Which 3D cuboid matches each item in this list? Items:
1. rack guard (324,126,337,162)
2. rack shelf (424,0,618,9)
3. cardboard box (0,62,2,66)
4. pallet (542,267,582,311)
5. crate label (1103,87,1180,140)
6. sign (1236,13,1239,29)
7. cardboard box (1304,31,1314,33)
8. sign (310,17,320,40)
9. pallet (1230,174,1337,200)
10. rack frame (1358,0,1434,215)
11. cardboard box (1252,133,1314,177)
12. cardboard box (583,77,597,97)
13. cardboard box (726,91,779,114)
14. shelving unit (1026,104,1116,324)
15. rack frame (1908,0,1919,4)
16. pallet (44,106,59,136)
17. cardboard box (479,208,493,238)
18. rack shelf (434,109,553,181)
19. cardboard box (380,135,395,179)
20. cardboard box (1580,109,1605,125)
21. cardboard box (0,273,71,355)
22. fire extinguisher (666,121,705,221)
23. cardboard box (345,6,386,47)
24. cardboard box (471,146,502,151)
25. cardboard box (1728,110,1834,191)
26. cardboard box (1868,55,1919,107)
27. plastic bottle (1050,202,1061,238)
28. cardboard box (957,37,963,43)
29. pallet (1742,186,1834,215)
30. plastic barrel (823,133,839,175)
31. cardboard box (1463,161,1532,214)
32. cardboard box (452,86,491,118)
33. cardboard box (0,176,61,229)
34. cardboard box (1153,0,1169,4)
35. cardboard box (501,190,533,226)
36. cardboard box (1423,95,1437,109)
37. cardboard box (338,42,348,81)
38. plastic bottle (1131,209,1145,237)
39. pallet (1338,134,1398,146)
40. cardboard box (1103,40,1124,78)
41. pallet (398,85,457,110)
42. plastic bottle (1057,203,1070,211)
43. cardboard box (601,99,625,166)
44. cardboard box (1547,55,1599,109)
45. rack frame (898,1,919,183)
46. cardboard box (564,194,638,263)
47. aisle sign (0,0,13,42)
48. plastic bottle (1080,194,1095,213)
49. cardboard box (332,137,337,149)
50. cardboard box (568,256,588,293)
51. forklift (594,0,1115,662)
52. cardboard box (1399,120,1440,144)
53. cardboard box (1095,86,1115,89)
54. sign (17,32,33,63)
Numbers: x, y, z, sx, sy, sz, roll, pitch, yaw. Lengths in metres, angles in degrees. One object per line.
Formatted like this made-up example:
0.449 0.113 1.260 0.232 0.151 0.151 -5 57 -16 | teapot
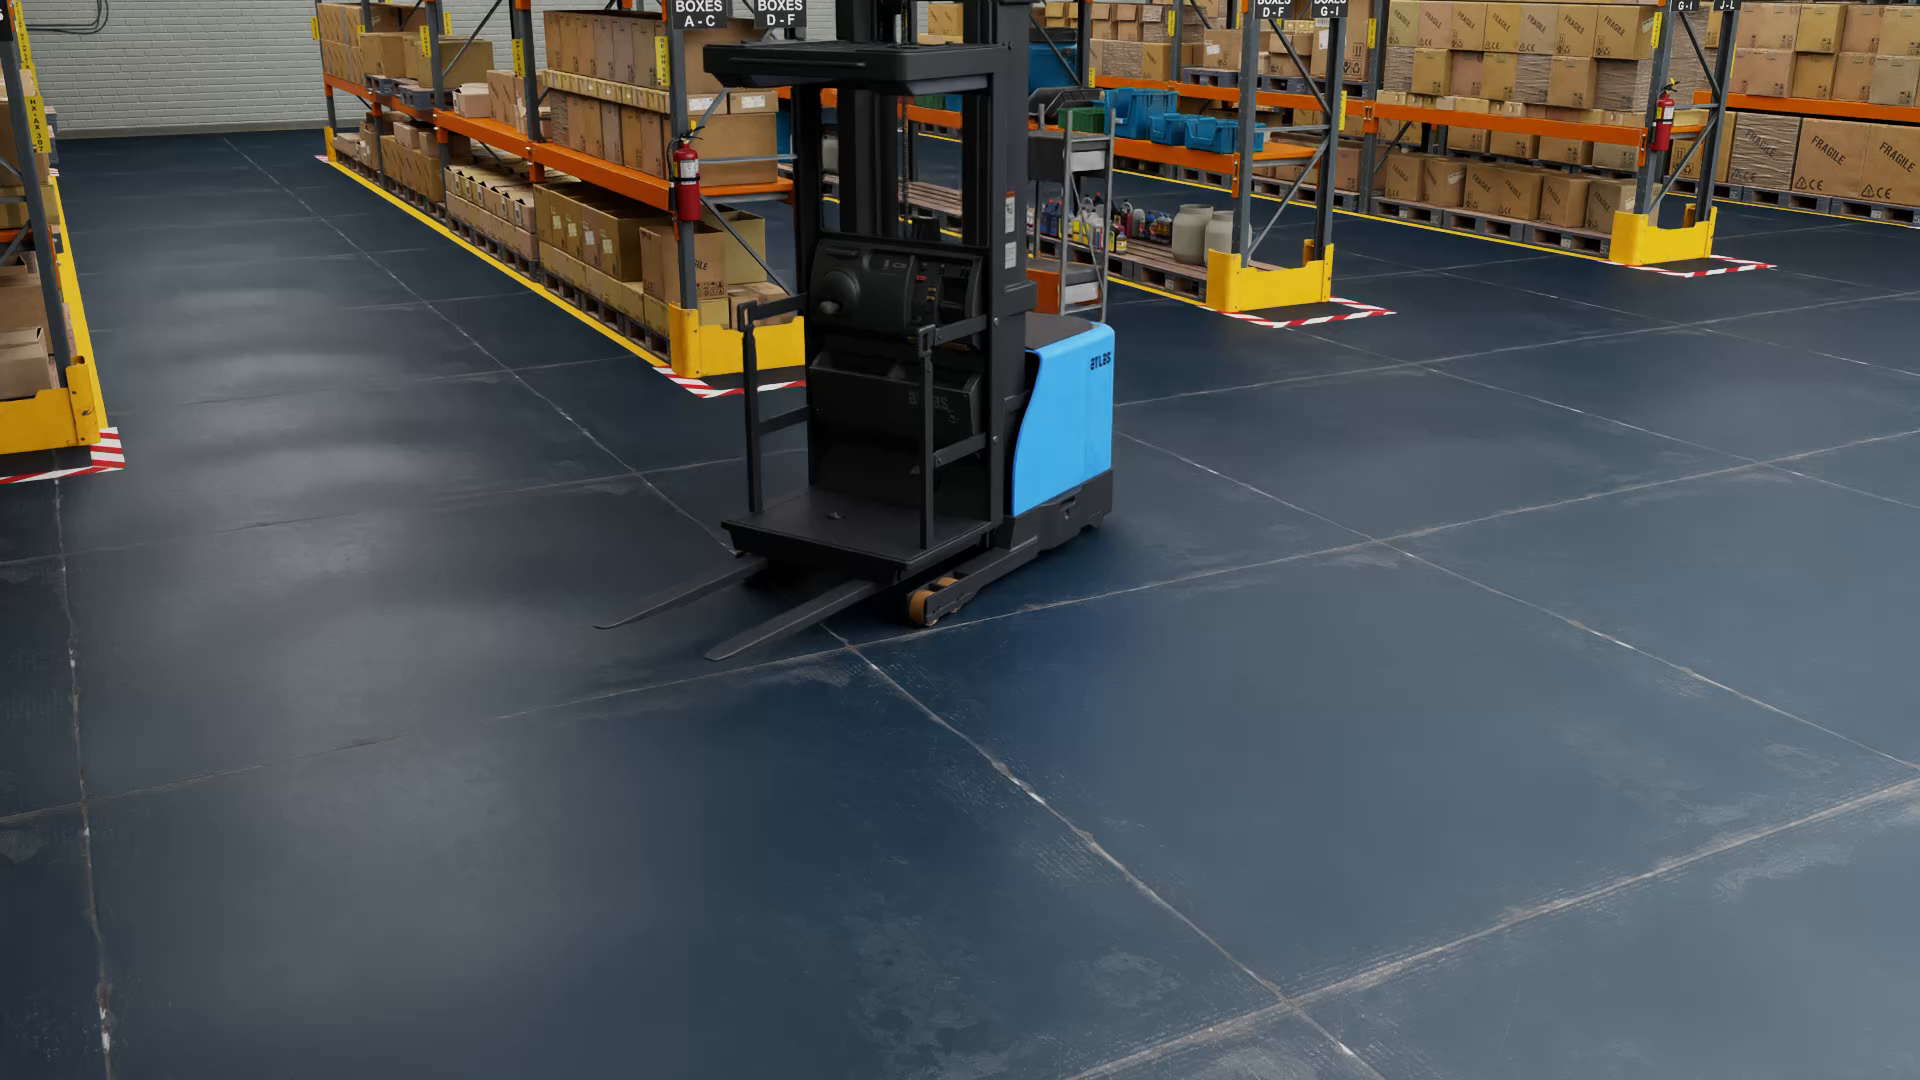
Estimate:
-9.124 -6.116 25.588 1.175 0.500 0.348 -10 21 -27 | rack guard
-4.412 -5.526 16.552 1.077 0.370 4.000 -10 21 -27 | rack shelf
-8.631 -3.858 14.386 0.700 0.500 0.500 -7 20 -19 | cardboard box
-3.121 -2.321 15.035 1.003 0.211 1.213 -10 21 -27 | pallet
1.687 -3.995 15.557 0.502 0.435 0.616 -10 21 -27 | crate label
3.832 -7.152 23.107 0.100 0.325 0.005 -10 21 -27 | sign
5.902 -8.331 27.462 0.380 0.149 0.250 -9 21 -25 | cardboard box
-9.638 -7.644 24.858 0.100 0.325 0.005 -10 21 -27 | sign
4.304 -4.663 21.822 1.003 0.211 1.213 -10 21 -27 | pallet
5.258 -5.408 19.704 1.000 3.000 0.127 -10 21 -27 | rack frame
4.244 -5.074 21.895 0.700 0.500 0.500 -8 21 -22 | cardboard box
-2.889 -3.752 13.757 0.380 0.149 0.250 -11 22 -28 | cardboard box
-1.559 -3.226 12.233 0.380 0.149 0.250 -10 21 -27 | cardboard box
0.484 -1.304 9.170 0.503 2.100 0.431 17 23 39 | shelving unit
13.980 -6.943 24.152 1.000 3.000 0.127 -10 21 -27 | rack frame
-9.287 -3.975 15.847 1.213 0.211 1.003 -10 21 -27 | pallet
-4.636 -3.286 17.126 0.500 0.250 0.500 -10 21 -26 | cardboard box
-4.412 -4.108 17.041 1.077 0.370 4.000 -10 21 -27 | rack shelf
-7.245 -5.020 21.740 0.500 0.500 0.500 -11 22 -29 | cardboard box
6.558 -4.326 16.955 0.380 0.149 0.250 -10 21 -27 | cardboard box
-6.745 -1.578 11.765 0.700 0.500 0.500 -12 22 -30 | cardboard box
-1.915 -2.583 11.638 0.296 0.674 0.183 -10 21 -27 | fire extinguisher
-7.974 -6.942 22.466 0.500 0.500 0.500 -10 22 -28 | cardboard box
-5.813 -4.518 20.283 0.500 0.500 0.500 -10 22 -27 | cardboard box
10.340 -4.891 20.821 0.875 0.875 0.875 -10 21 -26 | cardboard box
11.074 -5.323 19.230 0.875 0.550 0.550 -10 21 -27 | cardboard box
1.007 -3.246 16.826 0.144 0.351 0.185 -11 22 -29 | plastic bottle
0.291 -8.300 27.862 0.500 0.250 0.500 -10 22 -28 | cardboard box
10.547 -4.247 20.617 1.003 0.211 1.213 -10 21 -27 | pallet
-1.594 -5.097 21.975 0.421 0.512 0.421 0 19 0 | plastic barrel
6.055 -3.974 18.738 0.500 0.500 0.500 -12 22 -31 | cardboard box
-5.107 -4.694 17.771 0.500 0.311 0.500 -10 22 -27 | cardboard box
-5.872 -2.085 10.275 0.500 0.250 0.500 -11 22 -28 | cardboard box
3.952 -10.082 31.109 0.500 0.500 0.500 -10 21 -27 | cardboard box
-4.159 -3.258 16.187 0.500 0.311 0.500 -9 21 -25 | cardboard box
5.473 -4.969 18.818 0.380 0.149 0.250 -10 21 -27 | cardboard box
-8.460 -6.762 23.477 0.500 0.500 0.500 -10 21 -26 | cardboard box
1.777 -3.225 16.881 0.152 0.276 0.135 -10 21 -26 | plastic bottle
6.827 -6.551 27.293 1.003 0.211 1.213 -10 21 -27 | pallet
2.425 -6.999 24.163 0.500 0.500 0.500 -11 22 -28 | cardboard box
-5.745 -5.115 19.152 1.213 0.211 1.003 -10 21 -27 | pallet
1.044 -3.322 17.048 0.144 0.351 0.185 -10 21 -27 | plastic bottle
-2.510 -3.353 13.597 0.700 0.500 0.500 -9 21 -25 | cardboard box
6.578 -4.734 17.143 0.875 0.500 0.500 -10 21 -27 | cardboard box
-1.000 -5.789 20.808 1.000 3.000 0.127 -10 21 -27 | rack frame
-3.042 -2.659 14.160 0.500 0.500 0.500 -10 21 -27 | cardboard box
-5.622 -3.212 9.356 0.394 0.787 0.004 -10 21 -27 | aisle sign
1.332 -3.434 17.370 0.144 0.351 0.185 -10 21 -27 | plastic bottle
-9.264 -6.006 25.134 0.380 0.149 0.250 -10 21 -27 | cardboard box
-3.043 -2.304 14.282 0.500 0.250 0.500 -10 21 -27 | cardboard box
-0.417 -1.171 7.531 1.130 2.935 3.031 12 22 31 | forklift
7.229 -6.460 25.943 0.500 0.500 0.500 -10 21 -27 | cardboard box
2.206 -6.461 25.371 1.225 0.875 0.875 -11 22 -29 | cardboard box
-9.246 -4.851 16.437 0.100 0.325 0.005 -10 21 -27 | sign
